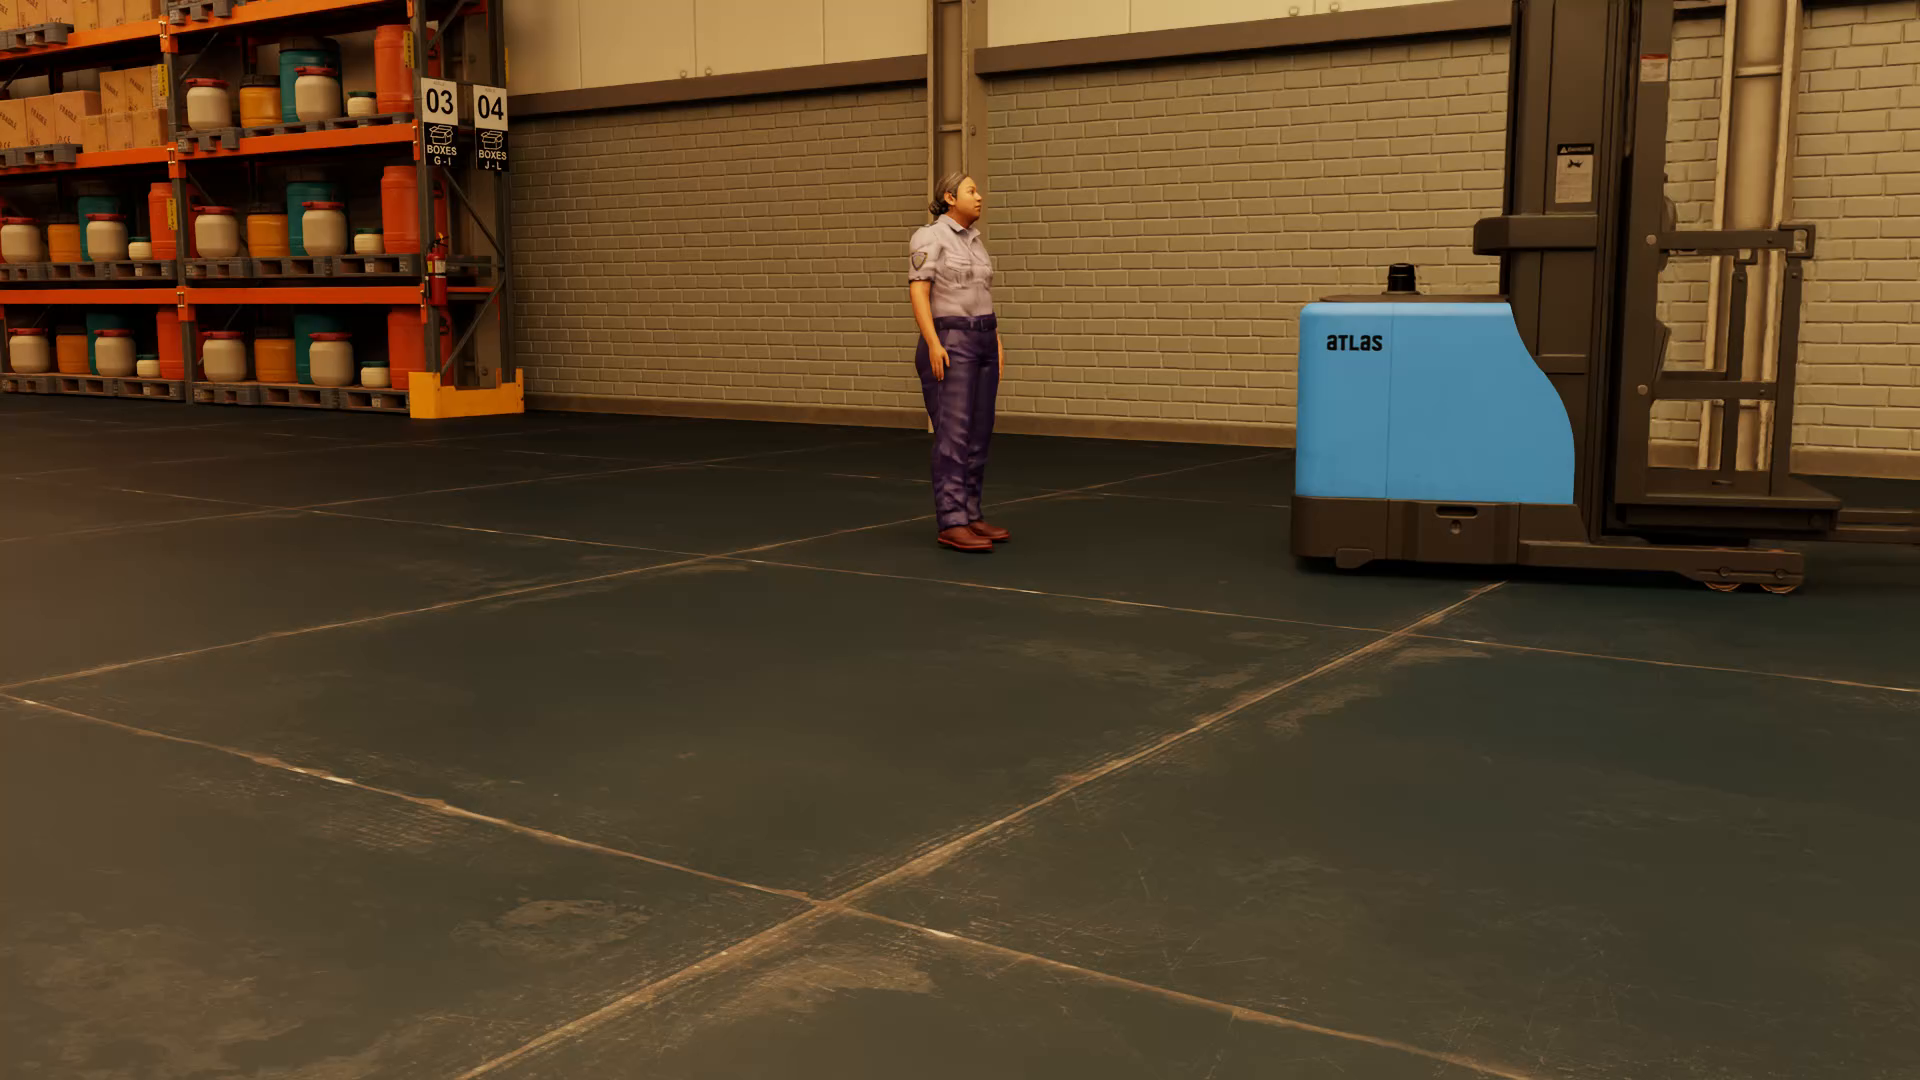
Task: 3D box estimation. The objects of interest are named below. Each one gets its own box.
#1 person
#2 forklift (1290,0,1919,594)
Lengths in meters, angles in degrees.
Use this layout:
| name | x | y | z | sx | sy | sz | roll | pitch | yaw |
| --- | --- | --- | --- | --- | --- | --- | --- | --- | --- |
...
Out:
| name | x | y | z | sx | sy | sz | roll | pitch | yaw |
| --- | --- | --- | --- | --- | --- | --- | --- | --- | --- |
| person | 0.061 | -0.814 | 7.418 | 0.503 | 1.651 | 0.598 | 5 | 10 | 34 |
| forklift | 2.908 | -1.333 | 6.565 | 3.031 | 2.935 | 1.130 | 2 | 8 | 14 |
